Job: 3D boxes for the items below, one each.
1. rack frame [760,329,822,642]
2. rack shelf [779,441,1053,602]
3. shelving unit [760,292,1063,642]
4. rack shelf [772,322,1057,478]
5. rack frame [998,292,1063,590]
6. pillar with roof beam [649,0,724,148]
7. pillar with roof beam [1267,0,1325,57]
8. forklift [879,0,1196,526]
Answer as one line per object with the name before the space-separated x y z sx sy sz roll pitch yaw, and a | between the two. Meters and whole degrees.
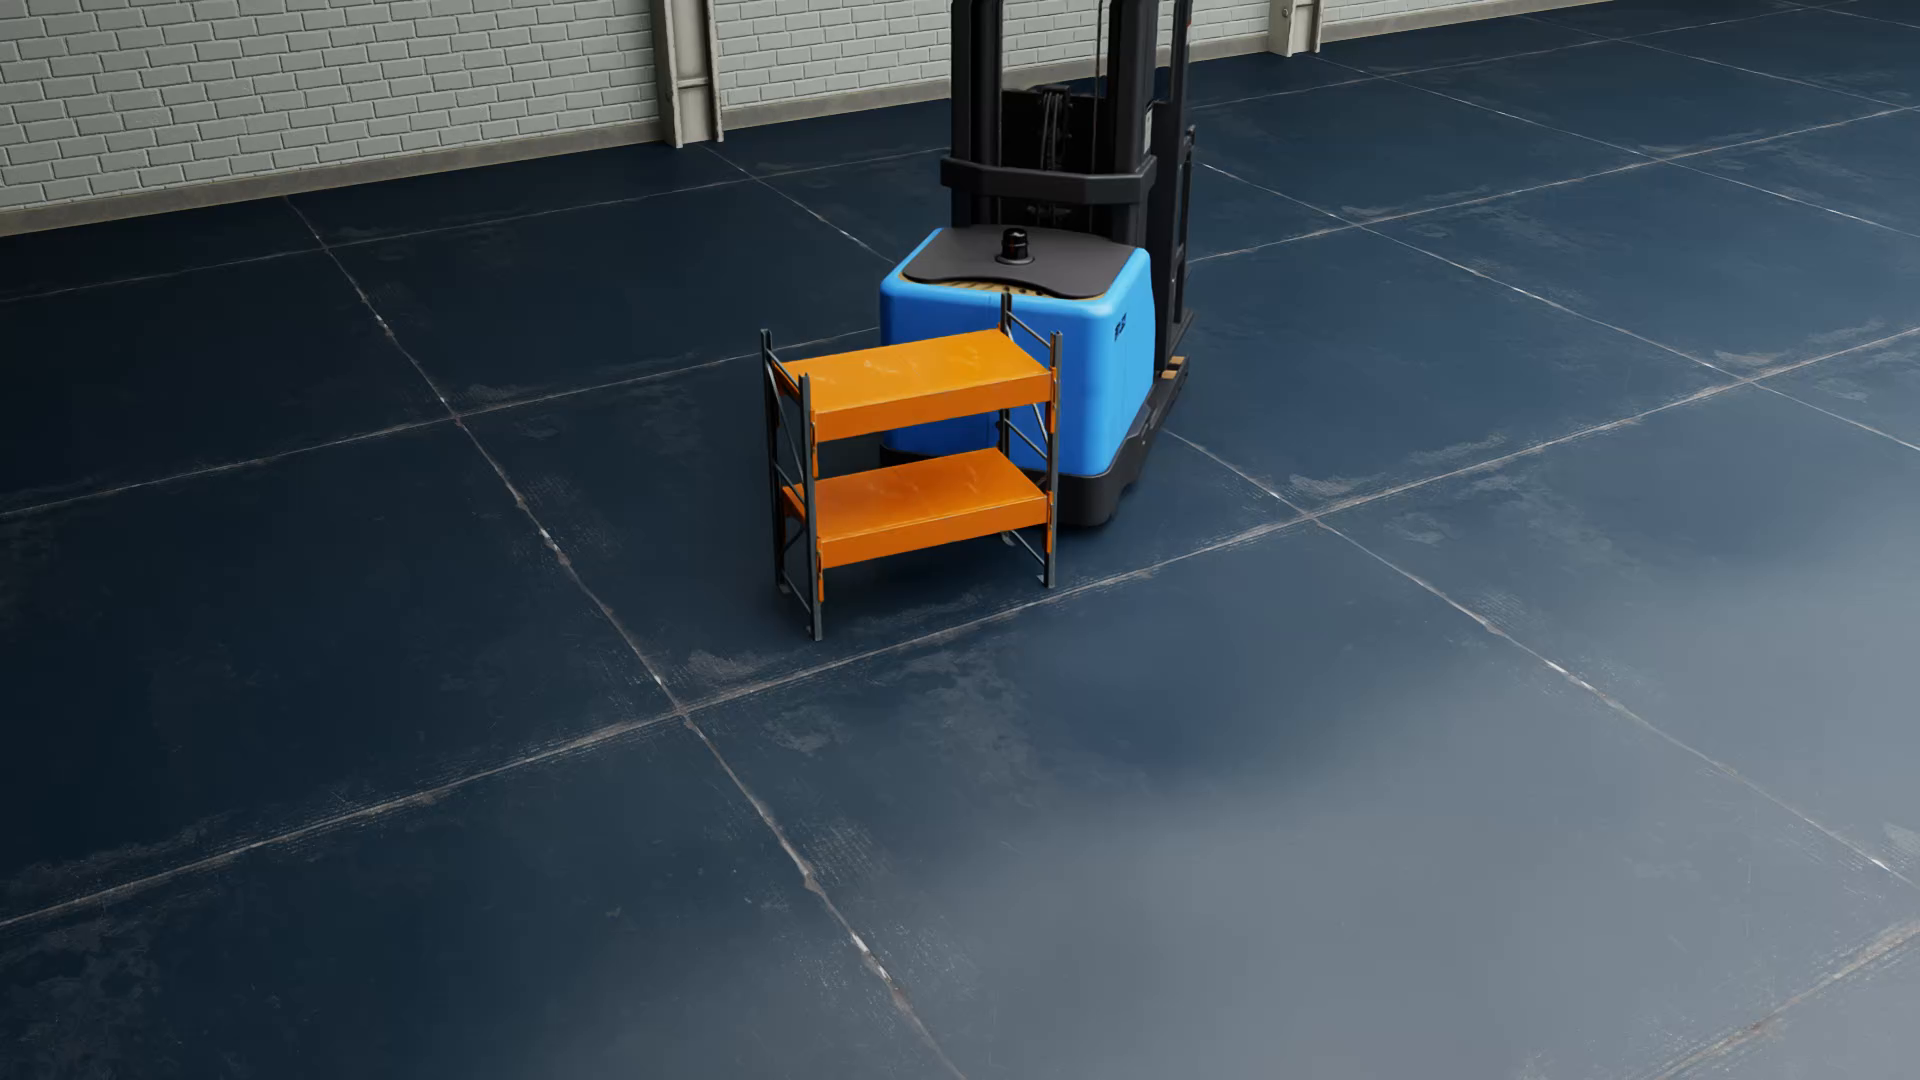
rack frame | -0.654 -0.206 6.460 0.032 1.125 0.500 -12 31 -20
rack shelf | -0.187 -0.090 6.754 1.000 0.278 0.538 -12 31 -20
shelving unit | -0.187 -0.304 6.636 1.048 1.125 0.538 -12 31 -20
rack shelf | -0.187 -0.560 6.495 1.000 0.278 0.538 -12 31 -20
rack frame | 0.279 -0.401 6.813 0.032 1.125 0.500 -12 31 -20
pillar with roof beam | 0.113 -5.241 7.434 0.400 9.000 9.100 -16 33 -26
pillar with roof beam | 5.286 -6.710 10.095 0.400 9.000 9.100 -16 33 -26
forklift | 0.569 -2.039 7.911 1.130 2.935 3.031 9 30 15
